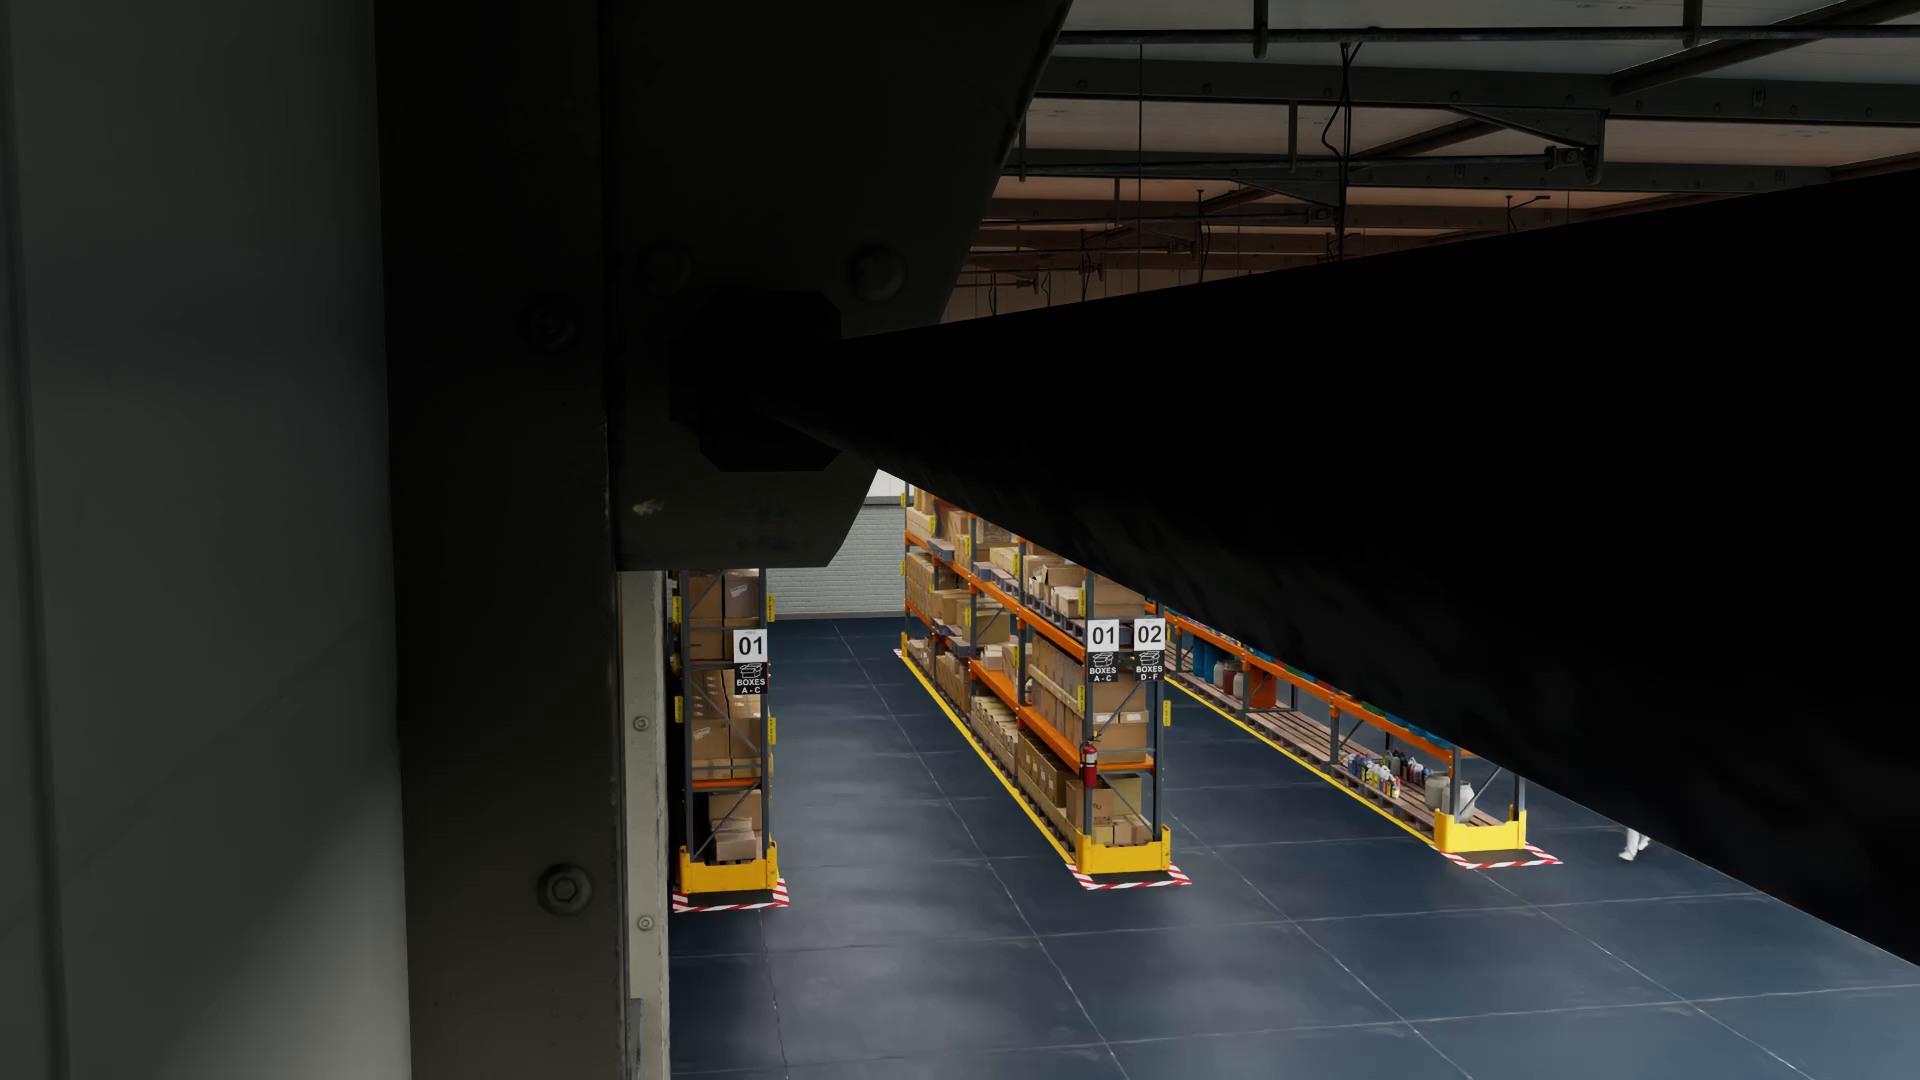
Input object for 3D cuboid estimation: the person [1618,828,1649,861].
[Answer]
[{"bbox_3d":[8.735,3.237,21.550,0.869,1.757,0.532,-3,7,-26],"label":"person"}]
